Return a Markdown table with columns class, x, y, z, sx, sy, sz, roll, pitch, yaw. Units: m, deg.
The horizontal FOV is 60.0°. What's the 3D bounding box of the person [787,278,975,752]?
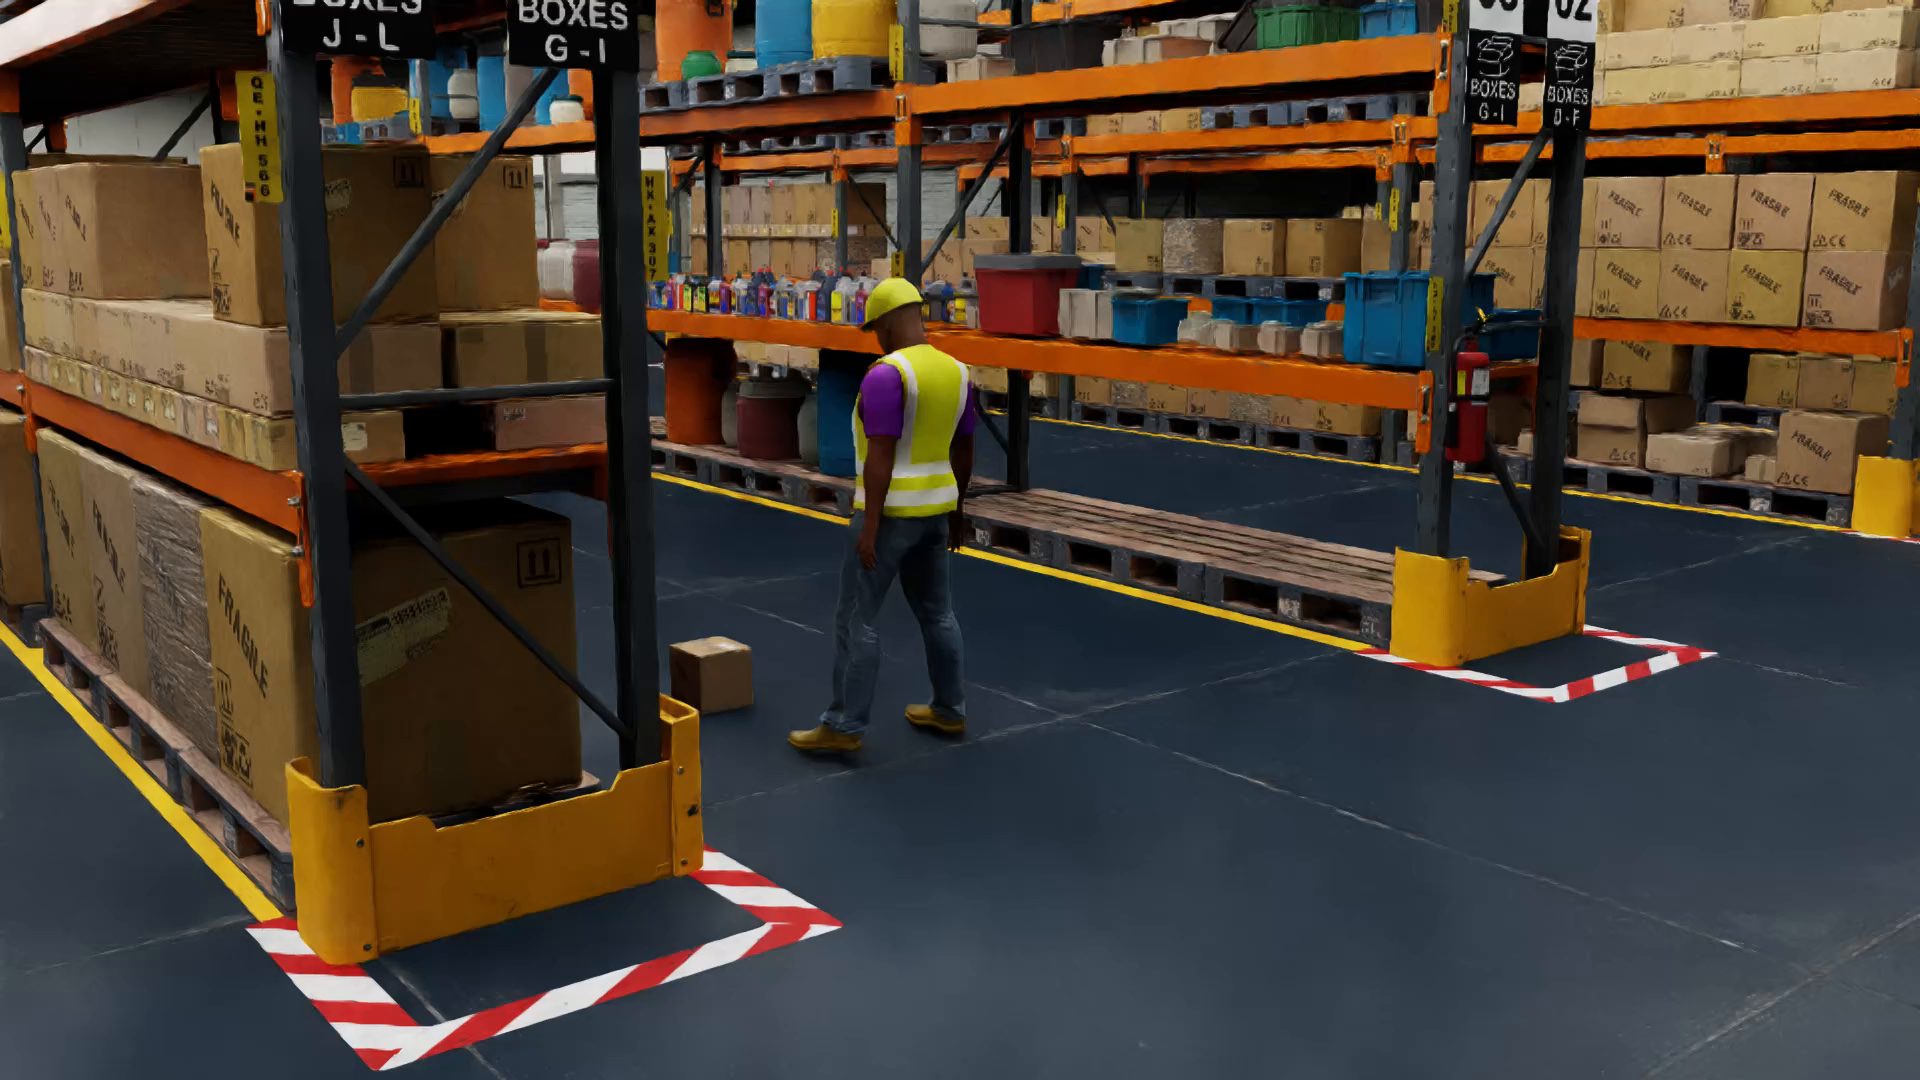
| class | x | y | z | sx | sy | sz | roll | pitch | yaw |
| --- | --- | --- | --- | --- | --- | --- | --- | --- | --- |
| person | -0.277 | -0.098 | 6.275 | 0.465 | 1.759 | 0.719 | 8 | 14 | 36 |
